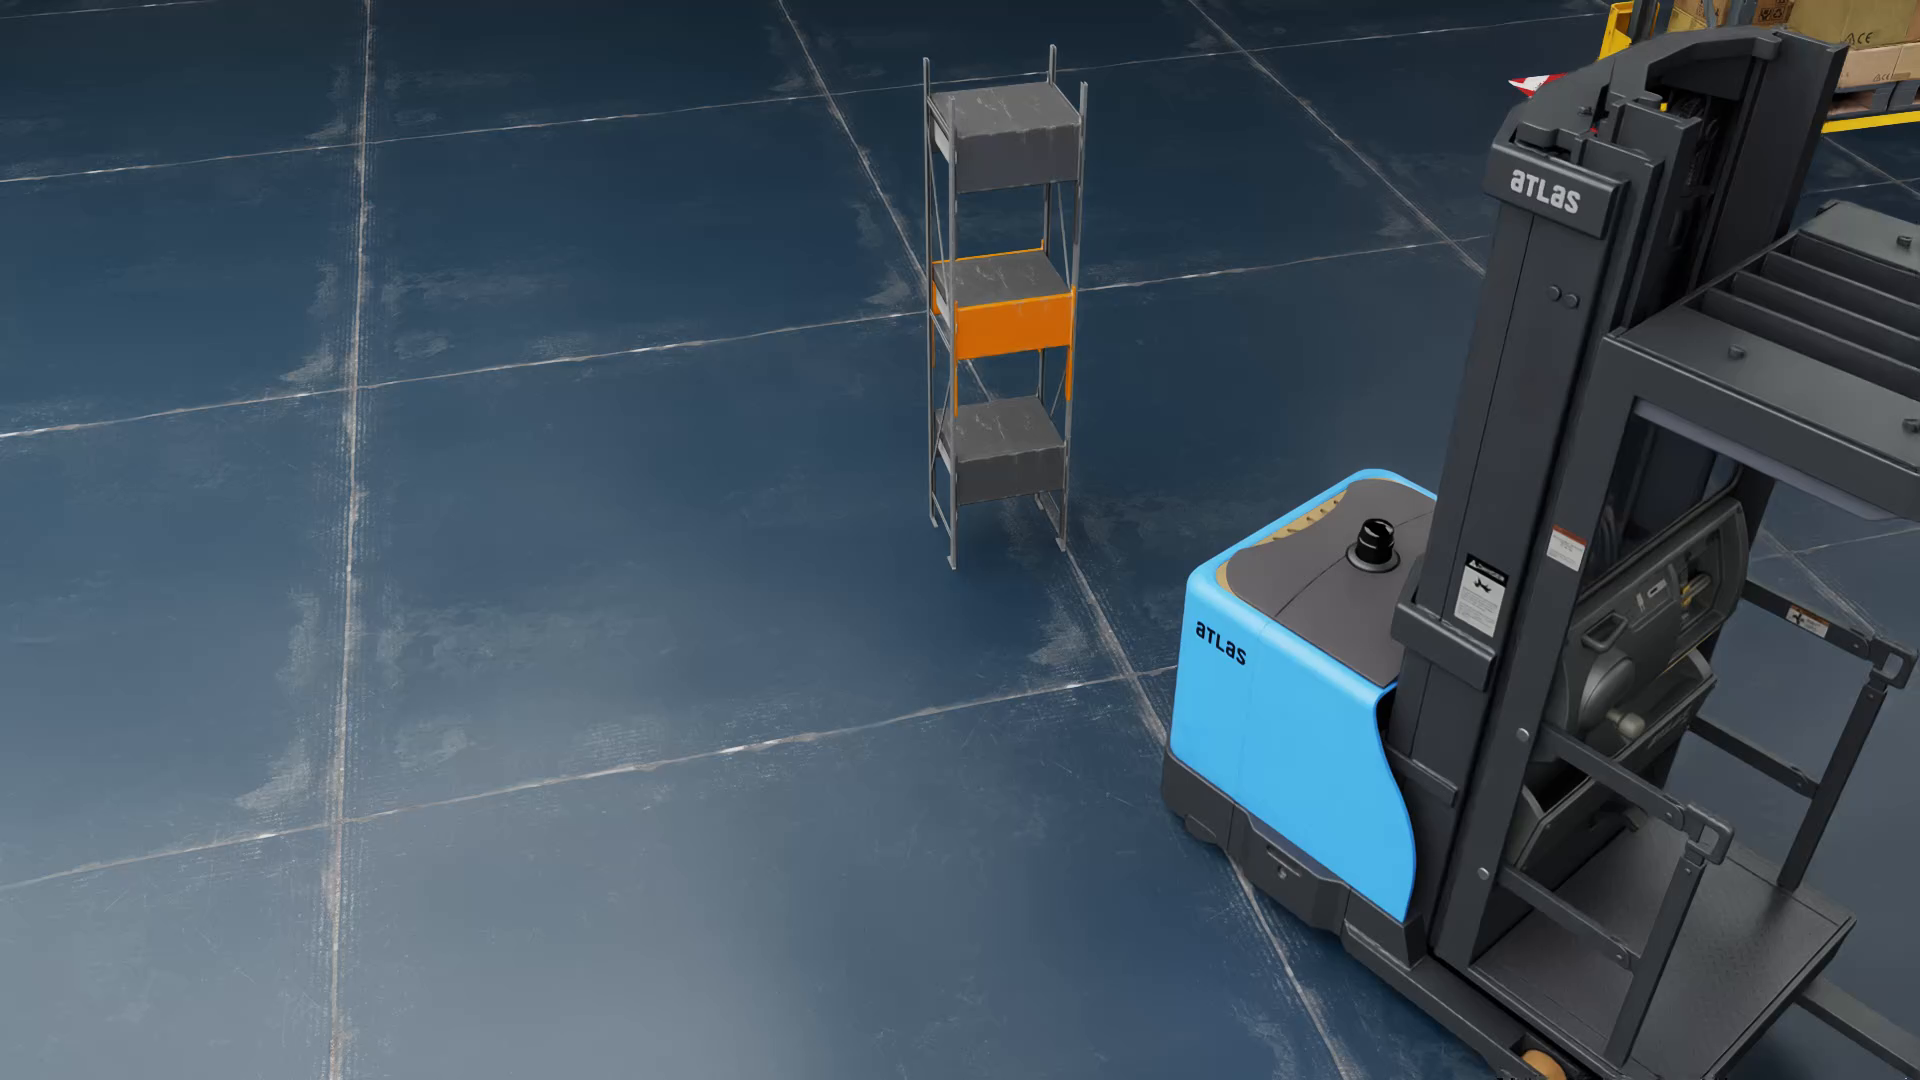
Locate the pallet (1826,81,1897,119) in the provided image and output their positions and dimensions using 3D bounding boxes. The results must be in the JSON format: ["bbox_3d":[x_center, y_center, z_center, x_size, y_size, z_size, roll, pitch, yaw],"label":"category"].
[{"bbox_3d":[5.394,-3.099,11.128,1.213,0.211,1.003,-9,38,-12],"label":"pallet"}]

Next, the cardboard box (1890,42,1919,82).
[{"bbox_3d":[6.207,-3.251,10.948,0.500,0.250,0.500,-9,38,-12],"label":"cardboard box"}]

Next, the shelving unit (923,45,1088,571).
[{"bbox_3d":[0.160,-0.860,6.646,0.503,2.100,0.431,-9,38,-12],"label":"shelving unit"}]

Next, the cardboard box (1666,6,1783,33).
[{"bbox_3d":[5.107,-3.394,11.136,0.500,0.250,0.500,-9,38,-12],"label":"cardboard box"}]

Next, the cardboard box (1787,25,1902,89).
[{"bbox_3d":[5.724,-3.172,10.845,0.500,0.250,0.500,-9,38,-12],"label":"cardboard box"}]

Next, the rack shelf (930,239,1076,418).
[{"bbox_3d":[0.160,-0.849,6.655,0.480,0.518,0.431,-9,38,-12],"label":"rack shelf"}]

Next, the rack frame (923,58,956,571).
[{"bbox_3d":[-0.076,-0.822,6.596,0.015,2.100,0.400,-9,38,-12],"label":"rack frame"}]

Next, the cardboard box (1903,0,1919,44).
[{"bbox_3d":[6.204,-3.555,10.729,0.500,0.500,0.500,-9,38,-12],"label":"cardboard box"}]

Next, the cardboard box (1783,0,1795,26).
[{"bbox_3d":[5.587,-3.480,11.248,0.500,0.250,0.500,-9,38,-12],"label":"cardboard box"}]

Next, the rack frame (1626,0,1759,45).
[{"bbox_3d":[4.666,-4.061,10.090,0.127,3.000,1.000,-9,38,-12],"label":"rack frame"}]

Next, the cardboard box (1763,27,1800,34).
[{"bbox_3d":[5.242,-3.090,10.739,0.500,0.250,0.500,-9,38,-12],"label":"cardboard box"}]

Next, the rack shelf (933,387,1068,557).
[{"bbox_3d":[0.160,-0.293,7.080,0.480,0.518,0.431,-9,38,-12],"label":"rack shelf"}]

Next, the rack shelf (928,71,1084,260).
[{"bbox_3d":[0.160,-1.405,6.229,0.480,0.518,0.431,-9,38,-12],"label":"rack shelf"}]

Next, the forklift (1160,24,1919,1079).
[{"bbox_3d":[2.060,0.281,4.470,1.130,2.935,3.031,-28,45,-31],"label":"forklift"}]

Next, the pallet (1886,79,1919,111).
[{"bbox_3d":[6.569,-3.291,11.378,1.213,0.211,1.003,-9,38,-12],"label":"pallet"}]

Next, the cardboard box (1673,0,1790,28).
[{"bbox_3d":[5.107,-3.693,10.910,0.500,0.500,0.500,-9,38,-12],"label":"cardboard box"}]

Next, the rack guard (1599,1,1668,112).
[{"bbox_3d":[4.643,-3.065,10.845,0.348,0.500,1.175,-9,38,-12],"label":"rack guard"}]

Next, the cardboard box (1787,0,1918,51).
[{"bbox_3d":[5.724,-3.469,10.616,0.500,0.500,0.500,-9,38,-12],"label":"cardboard box"}]

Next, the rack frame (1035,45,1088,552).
[{"bbox_3d":[0.395,-0.899,6.697,0.015,2.100,0.400,-9,38,-12],"label":"rack frame"}]
